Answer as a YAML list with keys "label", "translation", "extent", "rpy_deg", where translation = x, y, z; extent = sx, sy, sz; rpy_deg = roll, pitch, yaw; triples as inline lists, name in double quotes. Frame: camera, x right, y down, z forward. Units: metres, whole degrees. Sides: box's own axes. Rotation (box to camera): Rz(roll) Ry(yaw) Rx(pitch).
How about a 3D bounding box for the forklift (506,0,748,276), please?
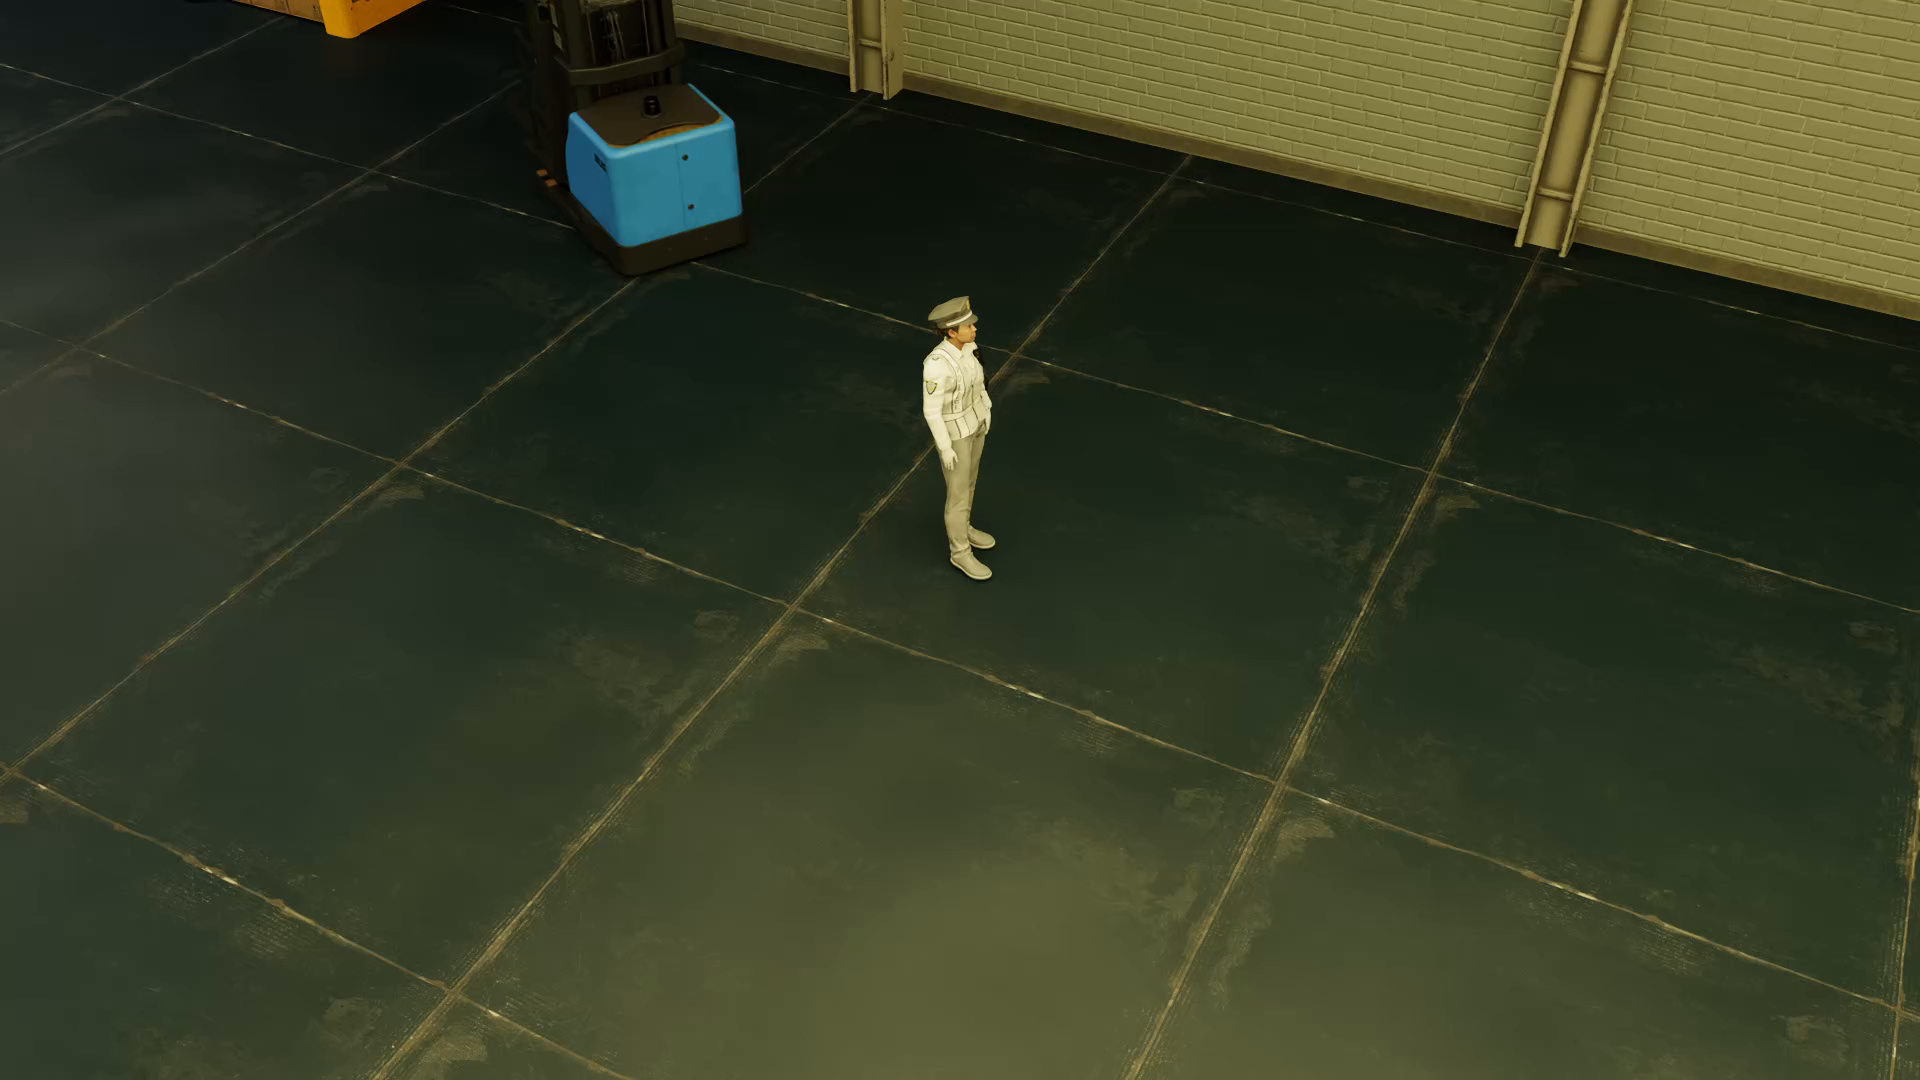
- label: "forklift"
  translation: [-2.856, -4.036, 12.778]
  extent: [1.130, 2.935, 3.031]
  rpy_deg: [-22, 45, -24]

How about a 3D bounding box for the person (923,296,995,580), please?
- label: "person"
  translation: [0.058, -0.630, 9.683]
  extent: [0.531, 1.695, 0.588]
  rpy_deg: [18, 43, 21]
